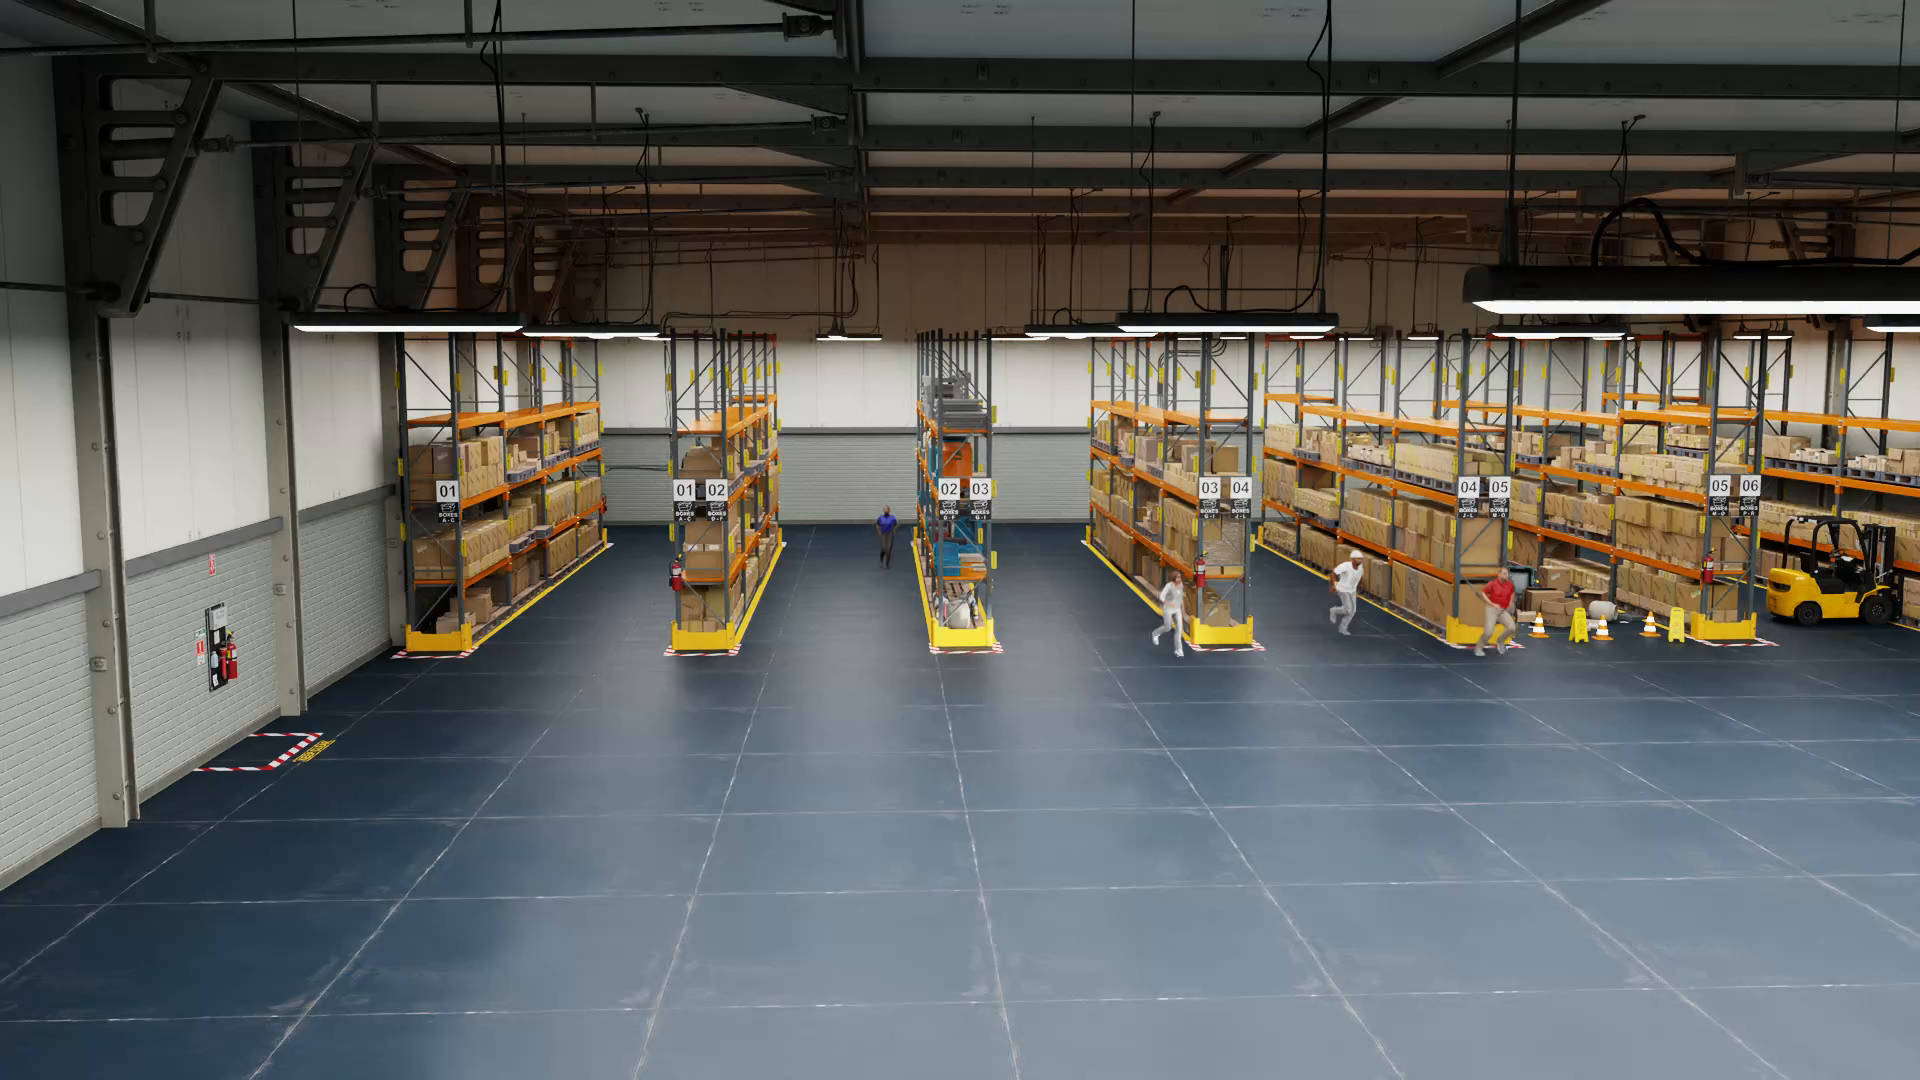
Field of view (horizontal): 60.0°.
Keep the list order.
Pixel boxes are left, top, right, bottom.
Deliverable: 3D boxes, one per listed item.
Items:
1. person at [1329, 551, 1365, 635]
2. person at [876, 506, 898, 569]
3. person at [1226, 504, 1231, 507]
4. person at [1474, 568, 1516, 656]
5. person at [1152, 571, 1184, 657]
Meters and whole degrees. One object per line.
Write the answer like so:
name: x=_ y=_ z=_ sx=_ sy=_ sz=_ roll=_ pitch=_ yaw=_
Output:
person: x=7.660 y=1.031 z=32.909 sx=0.692 sy=1.688 sz=0.774 roll=-5 pitch=8 yaw=-37
person: x=-1.850 y=-0.060 z=42.251 sx=0.561 sy=1.621 sz=0.567 roll=-1 pitch=7 yaw=-4
person: x=7.831 y=-0.720 z=48.204 sx=0.507 sy=1.627 sz=0.683 roll=4 pitch=8 yaw=28
person: x=9.930 y=1.316 z=30.606 sx=0.754 sy=1.641 sz=0.630 roll=-3 pitch=7 yaw=-20
person: x=3.910 y=1.327 z=30.801 sx=0.570 sy=1.566 sz=0.891 roll=-4 pitch=8 yaw=-31
